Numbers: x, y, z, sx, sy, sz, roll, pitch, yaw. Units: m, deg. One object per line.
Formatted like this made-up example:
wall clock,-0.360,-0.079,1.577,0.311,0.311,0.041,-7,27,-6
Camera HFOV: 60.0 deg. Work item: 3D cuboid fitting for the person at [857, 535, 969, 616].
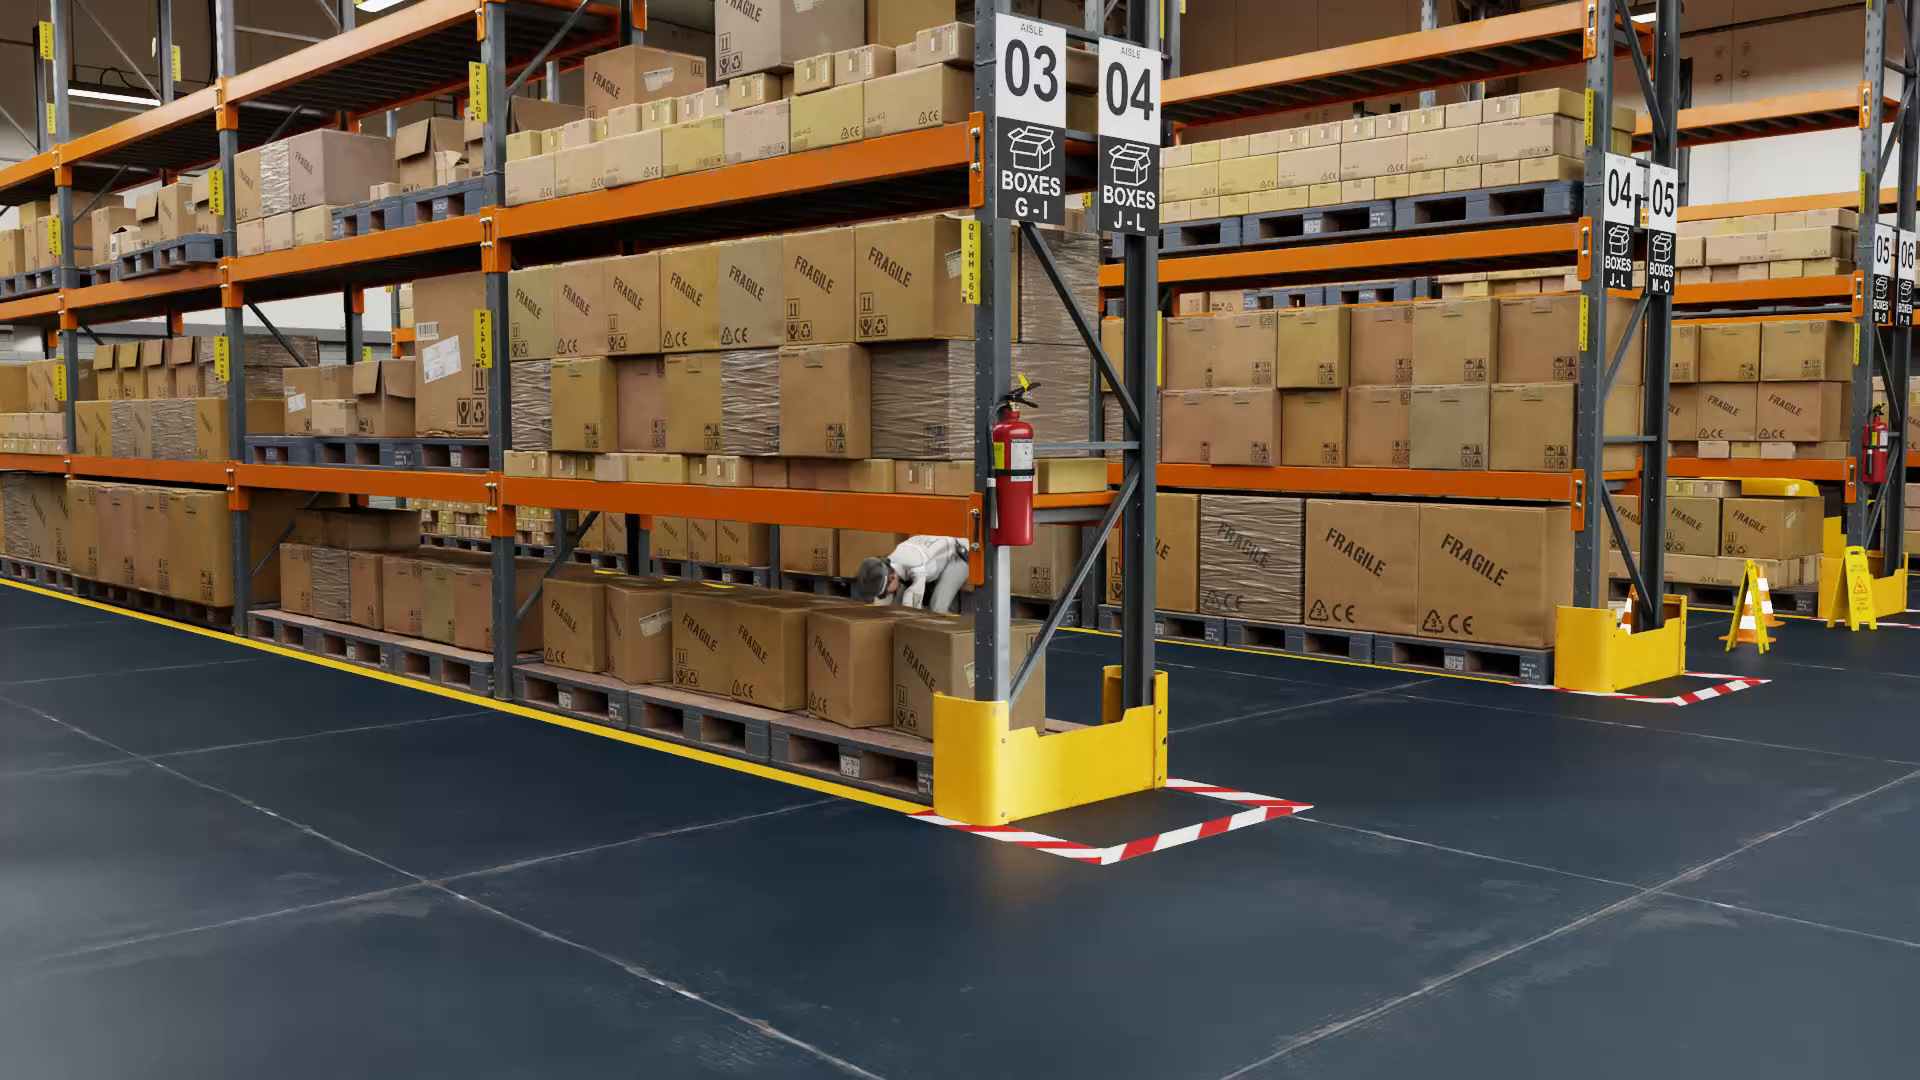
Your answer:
person,-0.279,0.400,10.668,0.457,0.919,0.882,4,6,43
